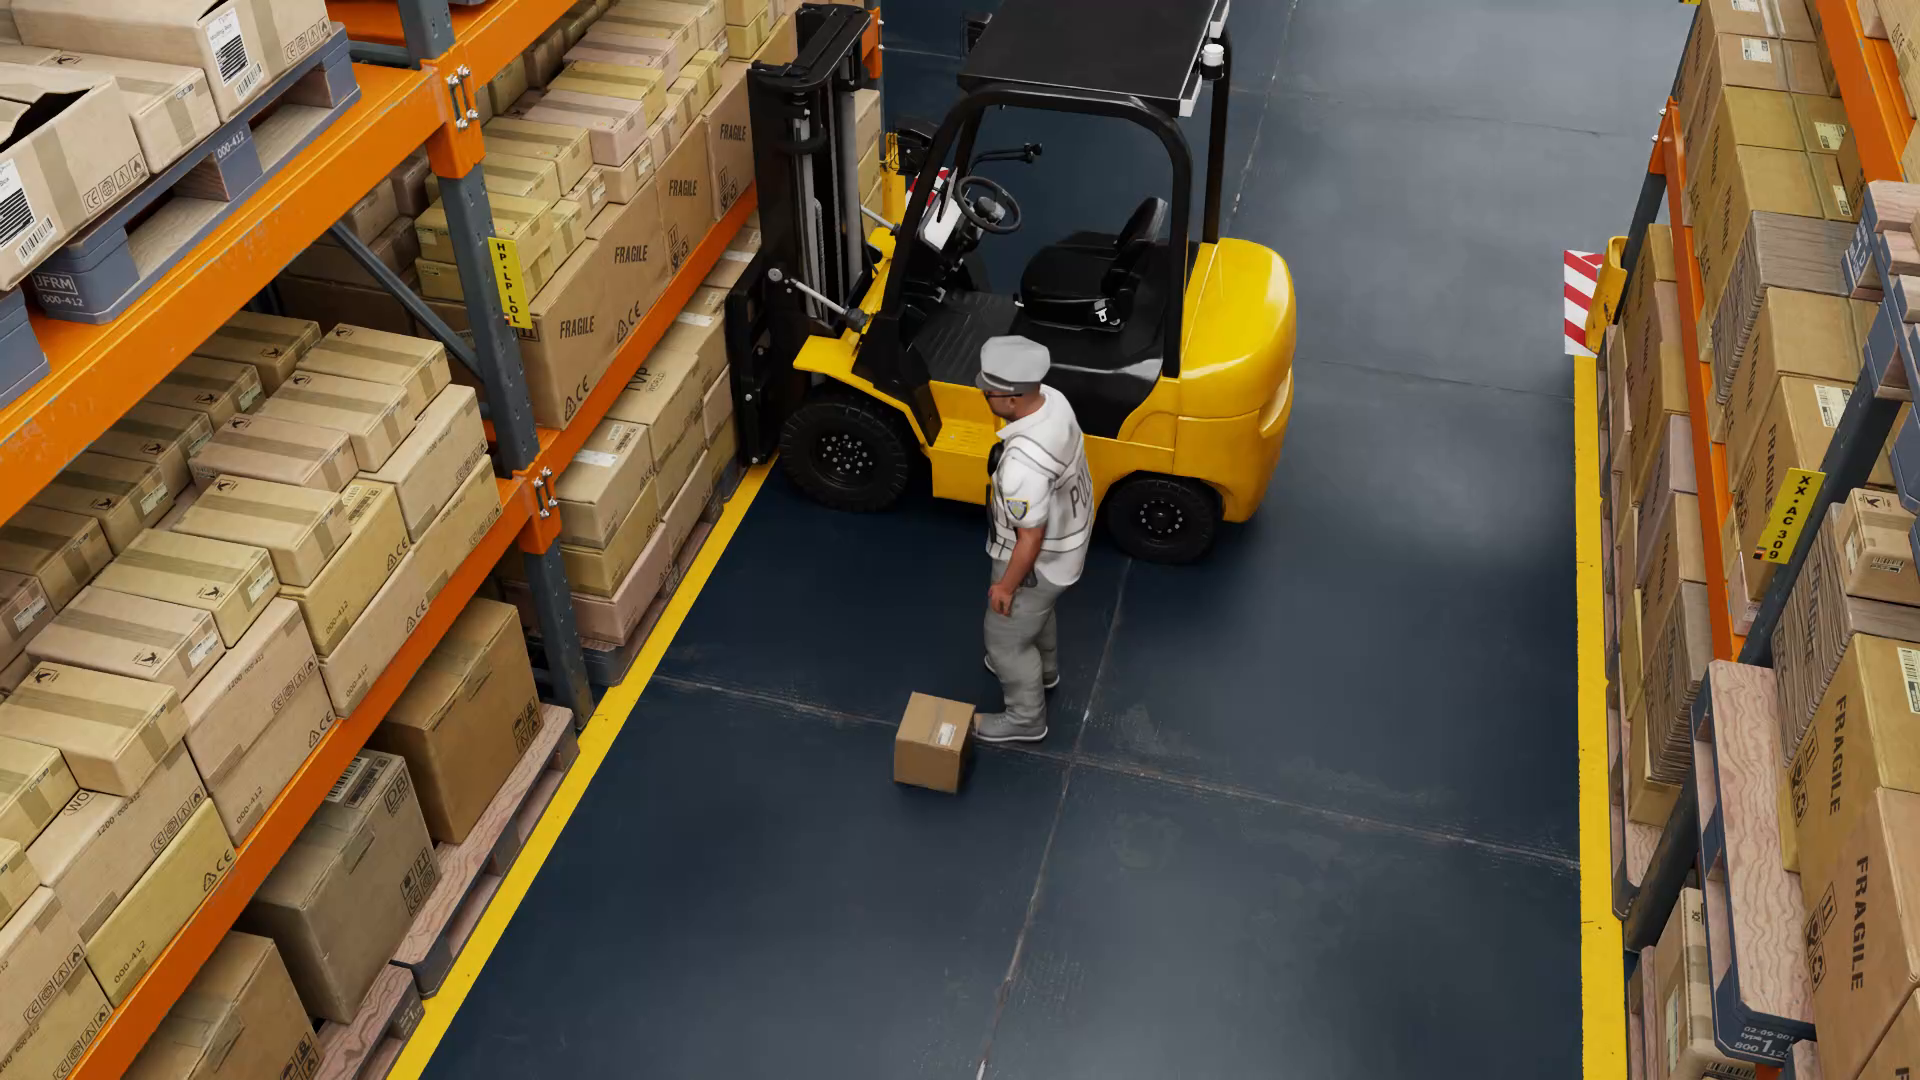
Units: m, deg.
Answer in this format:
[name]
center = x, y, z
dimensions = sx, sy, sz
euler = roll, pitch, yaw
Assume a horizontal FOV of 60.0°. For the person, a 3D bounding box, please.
[person]
center = 0.262, 0.026, 6.122
dimensions = 0.434, 1.748, 0.578
euler = 9, 41, 10
